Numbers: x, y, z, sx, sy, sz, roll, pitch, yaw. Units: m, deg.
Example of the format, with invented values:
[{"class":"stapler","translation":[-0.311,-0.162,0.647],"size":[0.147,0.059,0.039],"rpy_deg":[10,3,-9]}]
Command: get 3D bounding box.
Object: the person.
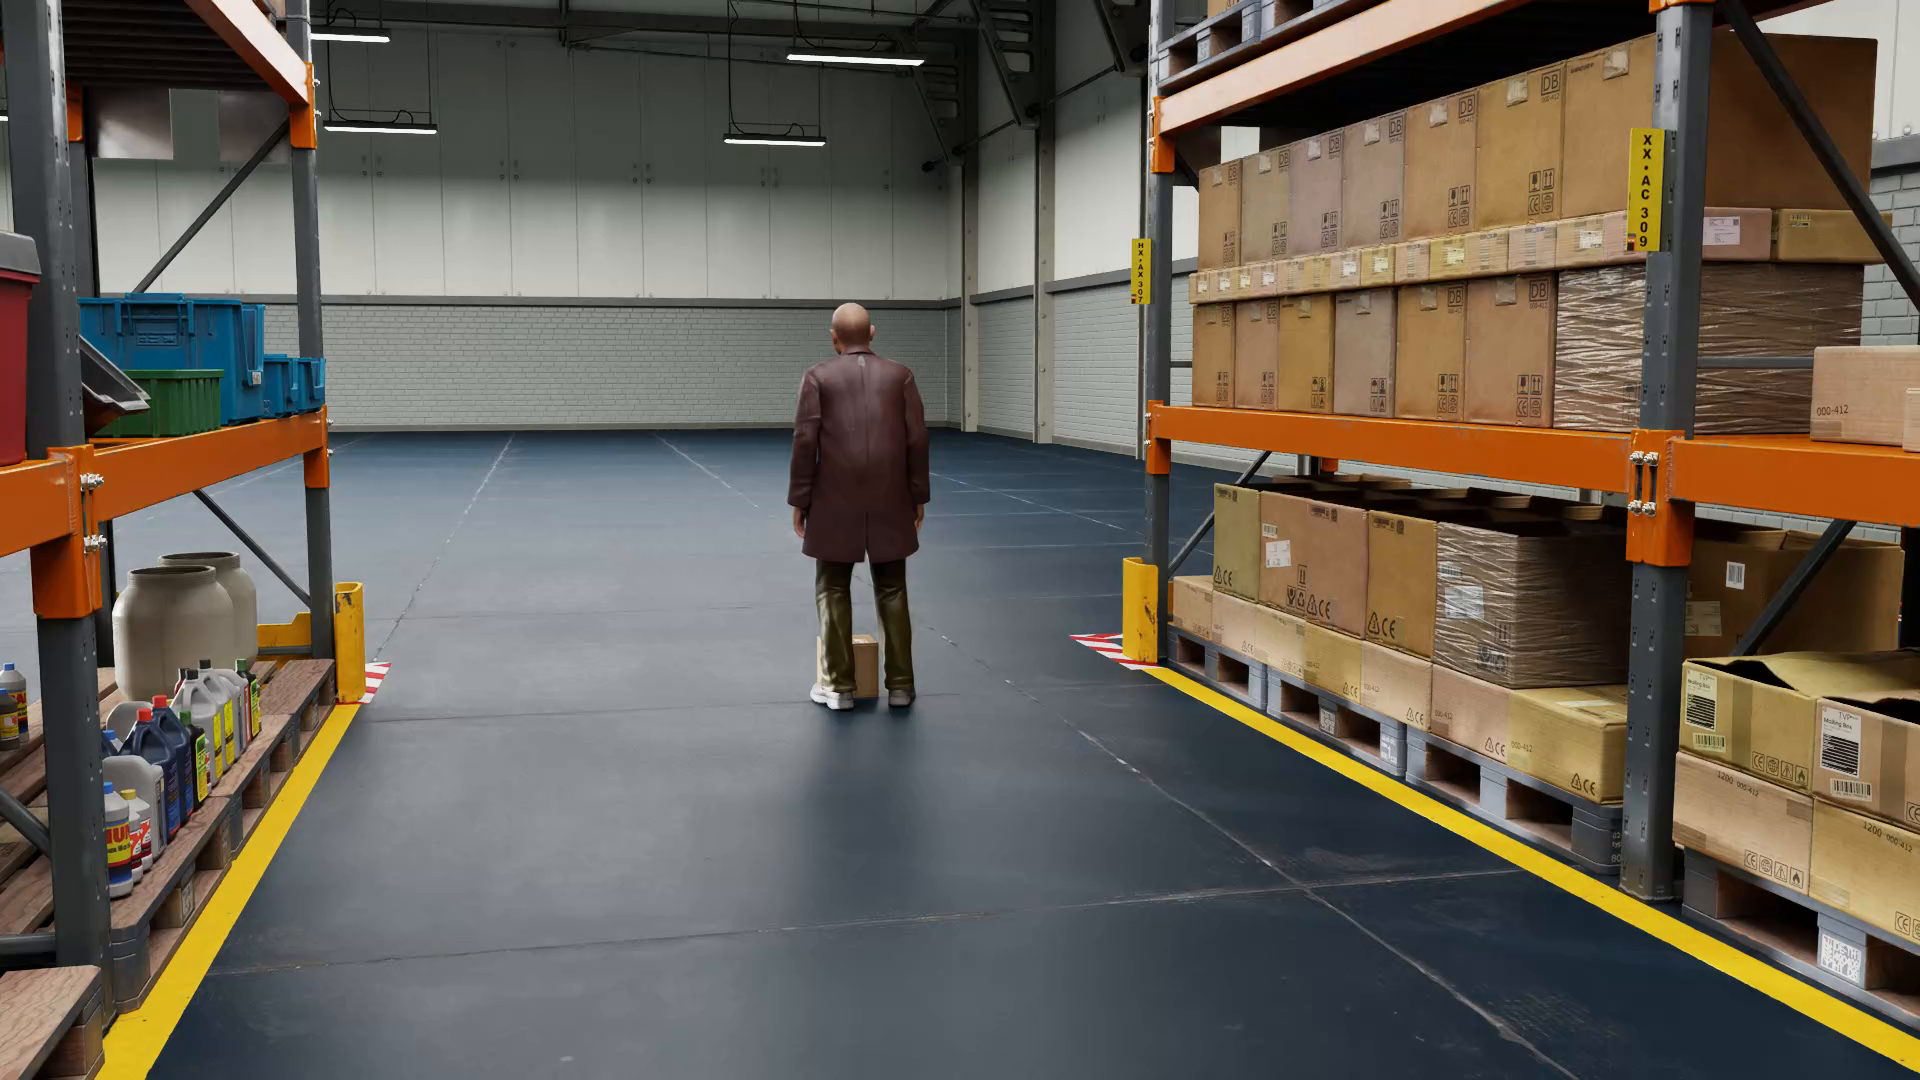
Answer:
[{"class":"person","translation":[-0.443,-0.152,7.333],"size":[0.641,1.773,0.424],"rpy_deg":[-2,6,-15]}]
